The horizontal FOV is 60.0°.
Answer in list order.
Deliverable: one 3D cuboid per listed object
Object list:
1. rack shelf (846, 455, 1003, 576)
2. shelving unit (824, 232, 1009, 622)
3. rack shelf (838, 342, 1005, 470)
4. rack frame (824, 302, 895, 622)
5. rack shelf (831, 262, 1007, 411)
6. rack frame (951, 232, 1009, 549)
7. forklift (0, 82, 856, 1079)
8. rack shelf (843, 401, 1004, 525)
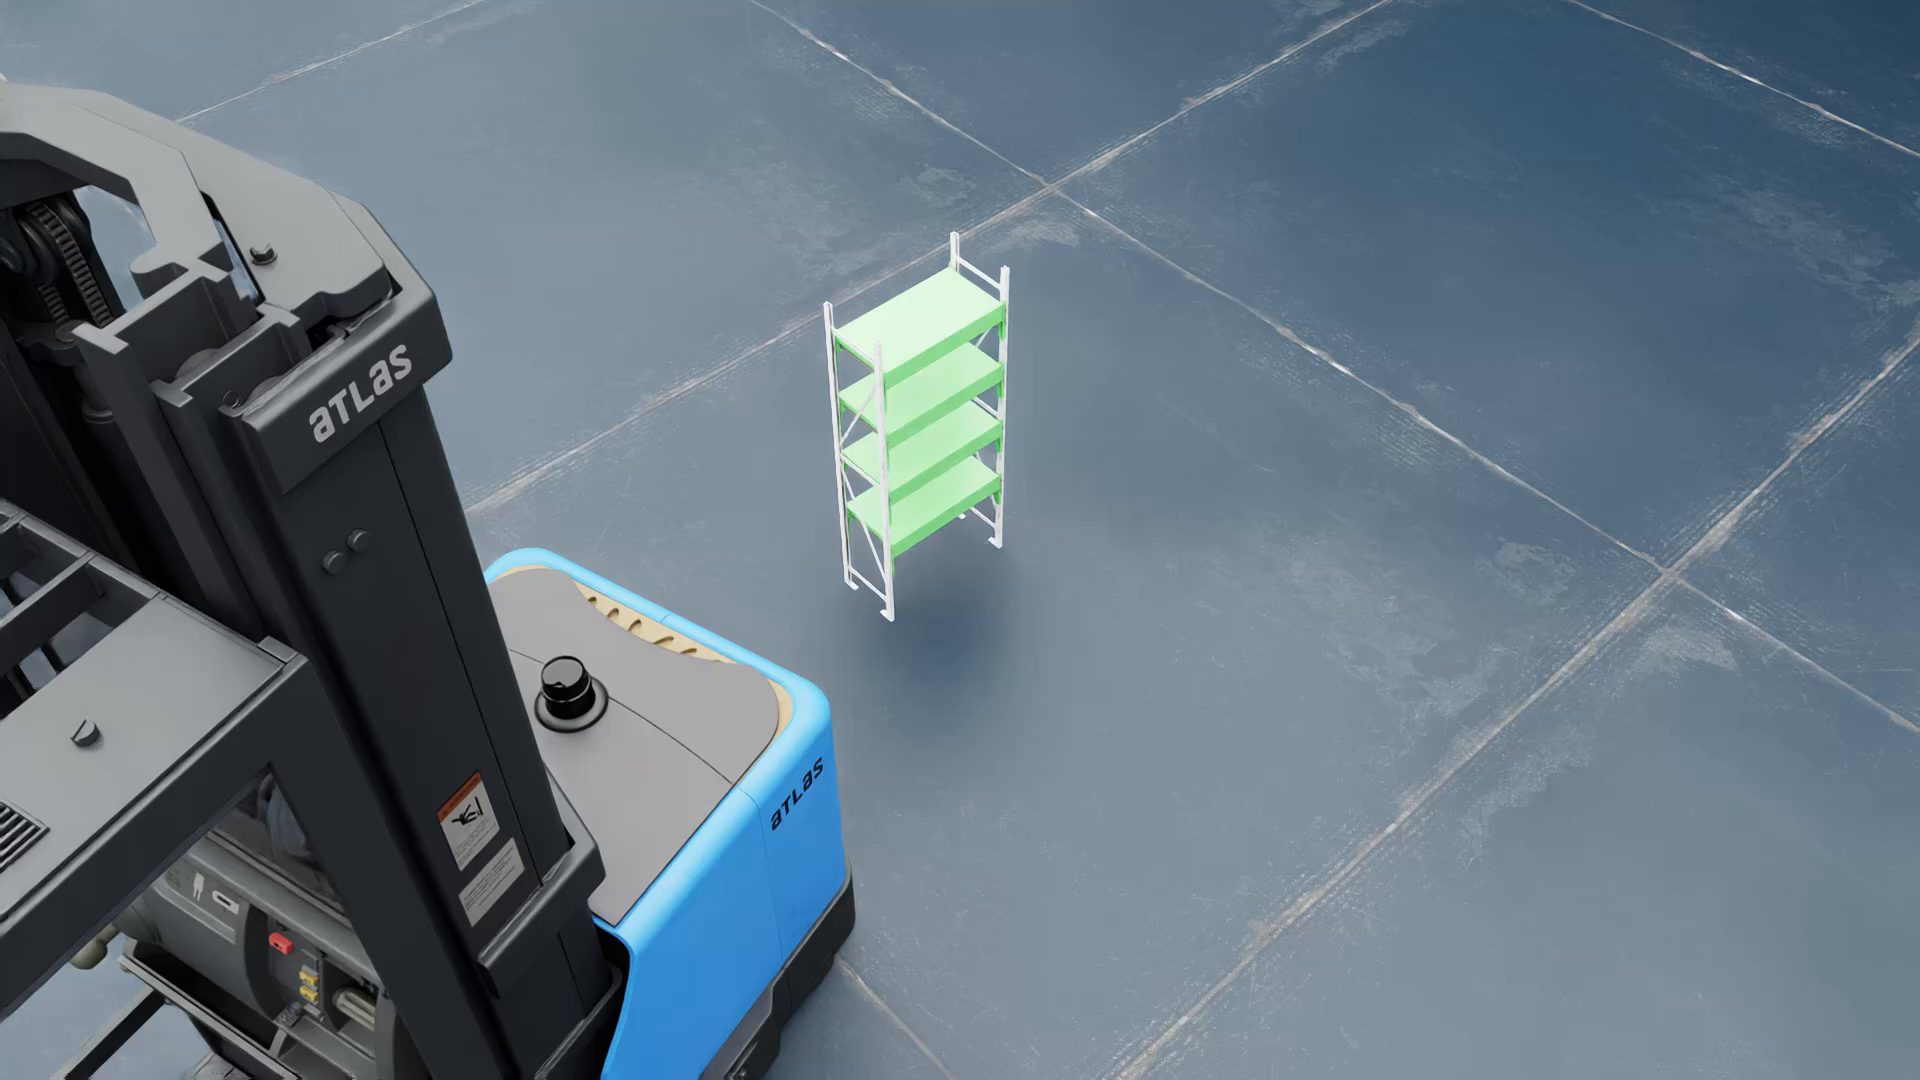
[{"bbox_3d":[-0.122,-0.119,5.457,0.480,0.148,0.258,-34,56,-27],"label":"rack shelf"},{"bbox_3d":[-0.122,-0.325,5.234,0.503,1.200,0.258,-34,56,-27],"label":"shelving unit"},{"bbox_3d":[-0.122,-0.444,5.104,0.480,0.148,0.258,-34,56,-27],"label":"rack shelf"},{"bbox_3d":[-0.303,-0.204,5.122,0.015,1.200,0.240,-34,56,-27],"label":"rack frame"},{"bbox_3d":[-0.122,-0.607,4.928,0.480,0.148,0.258,-34,56,-27],"label":"rack shelf"},{"bbox_3d":[0.058,-0.446,5.345,0.015,1.200,0.240,-34,56,-27],"label":"rack frame"},{"bbox_3d":[-1.491,0.839,2.982,1.130,2.935,3.031,24,52,21],"label":"forklift"},{"bbox_3d":[-0.122,-0.282,5.280,0.480,0.148,0.258,-34,56,-27],"label":"rack shelf"}]
